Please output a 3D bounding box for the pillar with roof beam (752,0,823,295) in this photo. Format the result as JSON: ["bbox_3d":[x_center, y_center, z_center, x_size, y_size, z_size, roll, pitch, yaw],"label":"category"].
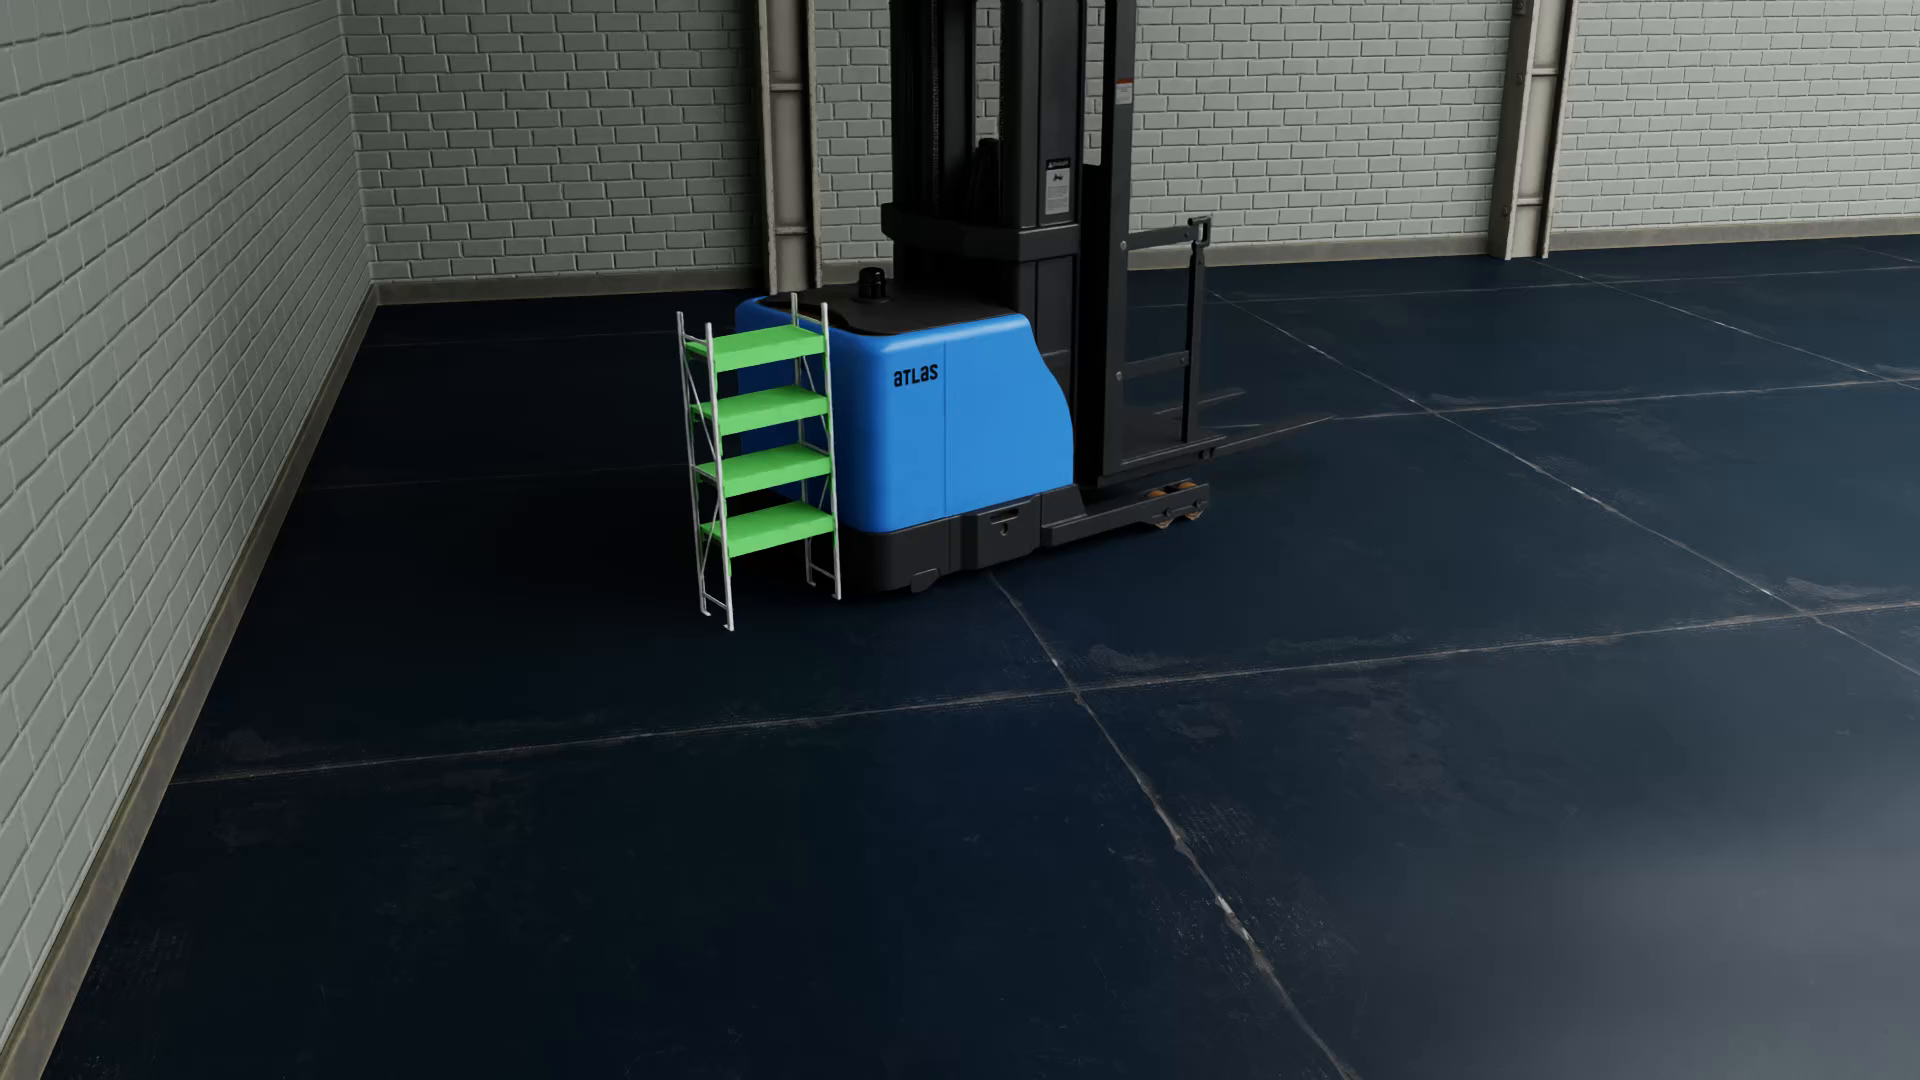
[{"bbox_3d":[-0.255,-4.657,6.946,0.400,9.000,9.100,-5,21,-12],"label":"pillar with roof beam"}]

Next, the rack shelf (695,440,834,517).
[{"bbox_3d":[-0.757,-0.241,6.397,0.480,0.148,0.258,-16,25,-33],"label":"rack shelf"}]

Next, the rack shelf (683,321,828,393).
[{"bbox_3d":[-0.766,-0.690,6.226,0.480,0.148,0.258,-16,25,-33],"label":"rack shelf"}]

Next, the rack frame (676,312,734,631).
[{"bbox_3d":[-0.955,-0.246,6.241,0.015,1.200,0.240,-16,25,-33],"label":"rack frame"}]

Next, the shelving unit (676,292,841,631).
[{"bbox_3d":[-0.758,-0.301,6.375,0.503,1.200,0.258,-16,25,-33],"label":"shelving unit"}]

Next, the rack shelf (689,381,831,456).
[{"bbox_3d":[-0.762,-0.465,6.312,0.480,0.148,0.258,-16,25,-33],"label":"rack shelf"}]

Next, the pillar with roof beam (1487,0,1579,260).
[{"bbox_3d":[5.584,-5.132,8.243,0.400,9.000,9.100,-5,21,-12],"label":"pillar with roof beam"}]

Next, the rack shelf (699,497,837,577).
[{"bbox_3d":[-0.752,-0.017,6.483,0.480,0.148,0.258,-16,25,-33],"label":"rack shelf"}]

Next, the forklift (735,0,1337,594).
[{"bbox_3d":[0.512,-1.557,7.303,3.031,2.935,1.130,-15,25,-36],"label":"forklift"}]

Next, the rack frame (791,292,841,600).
[{"bbox_3d":[-0.562,-0.356,6.508,0.015,1.200,0.240,-16,25,-33],"label":"rack frame"}]
